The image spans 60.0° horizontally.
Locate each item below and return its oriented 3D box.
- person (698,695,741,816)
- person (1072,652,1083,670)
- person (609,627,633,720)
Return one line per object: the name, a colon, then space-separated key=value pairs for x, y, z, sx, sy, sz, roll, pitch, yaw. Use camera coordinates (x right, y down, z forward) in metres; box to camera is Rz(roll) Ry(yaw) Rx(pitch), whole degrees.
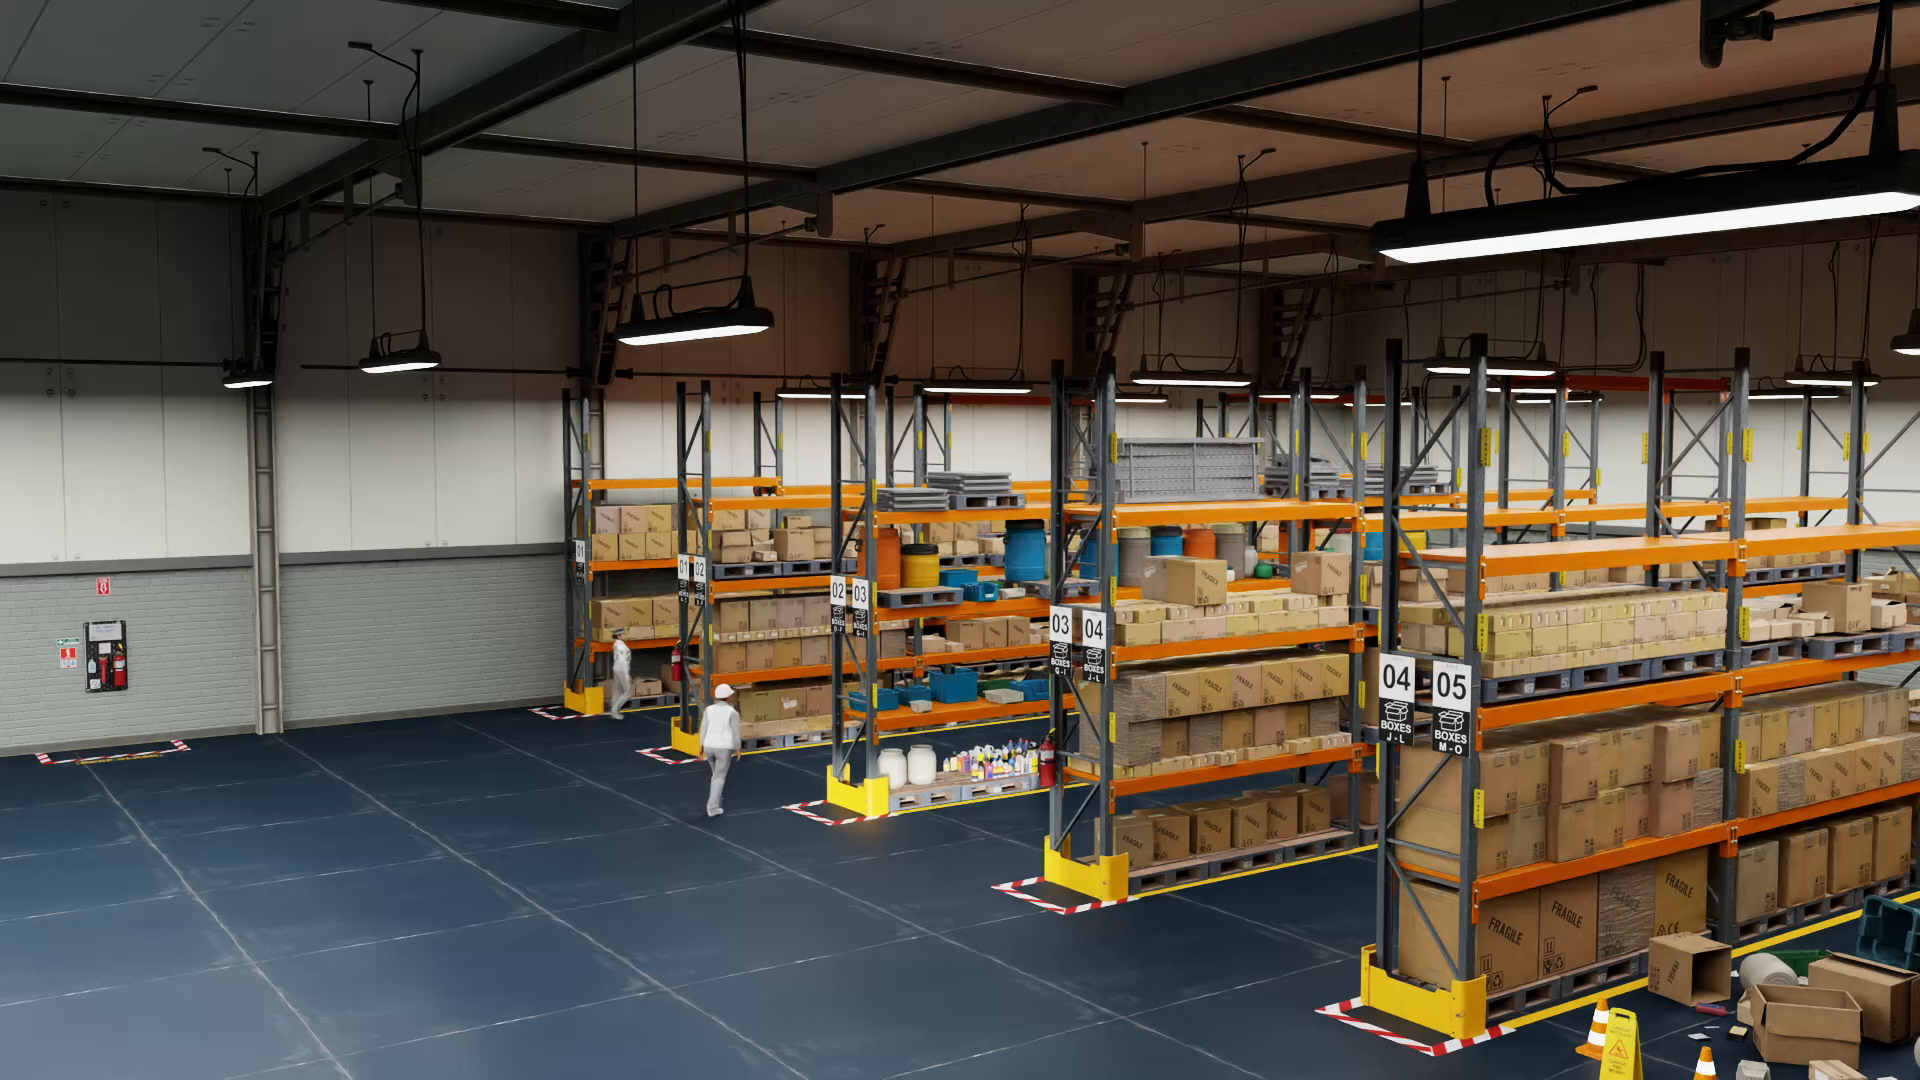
person: x=-3.246 y=2.882 z=22.508 sx=0.558 sy=1.754 sz=0.586 roll=2 pitch=4 yaw=25
person: x=2.782 y=2.011 z=35.743 sx=1.062 sy=1.654 sz=0.596 roll=-3 pitch=5 yaw=-43
person: x=-6.128 y=2.397 z=29.932 sx=0.430 sy=1.671 sz=0.582 roll=-2 pitch=4 yaw=-25
